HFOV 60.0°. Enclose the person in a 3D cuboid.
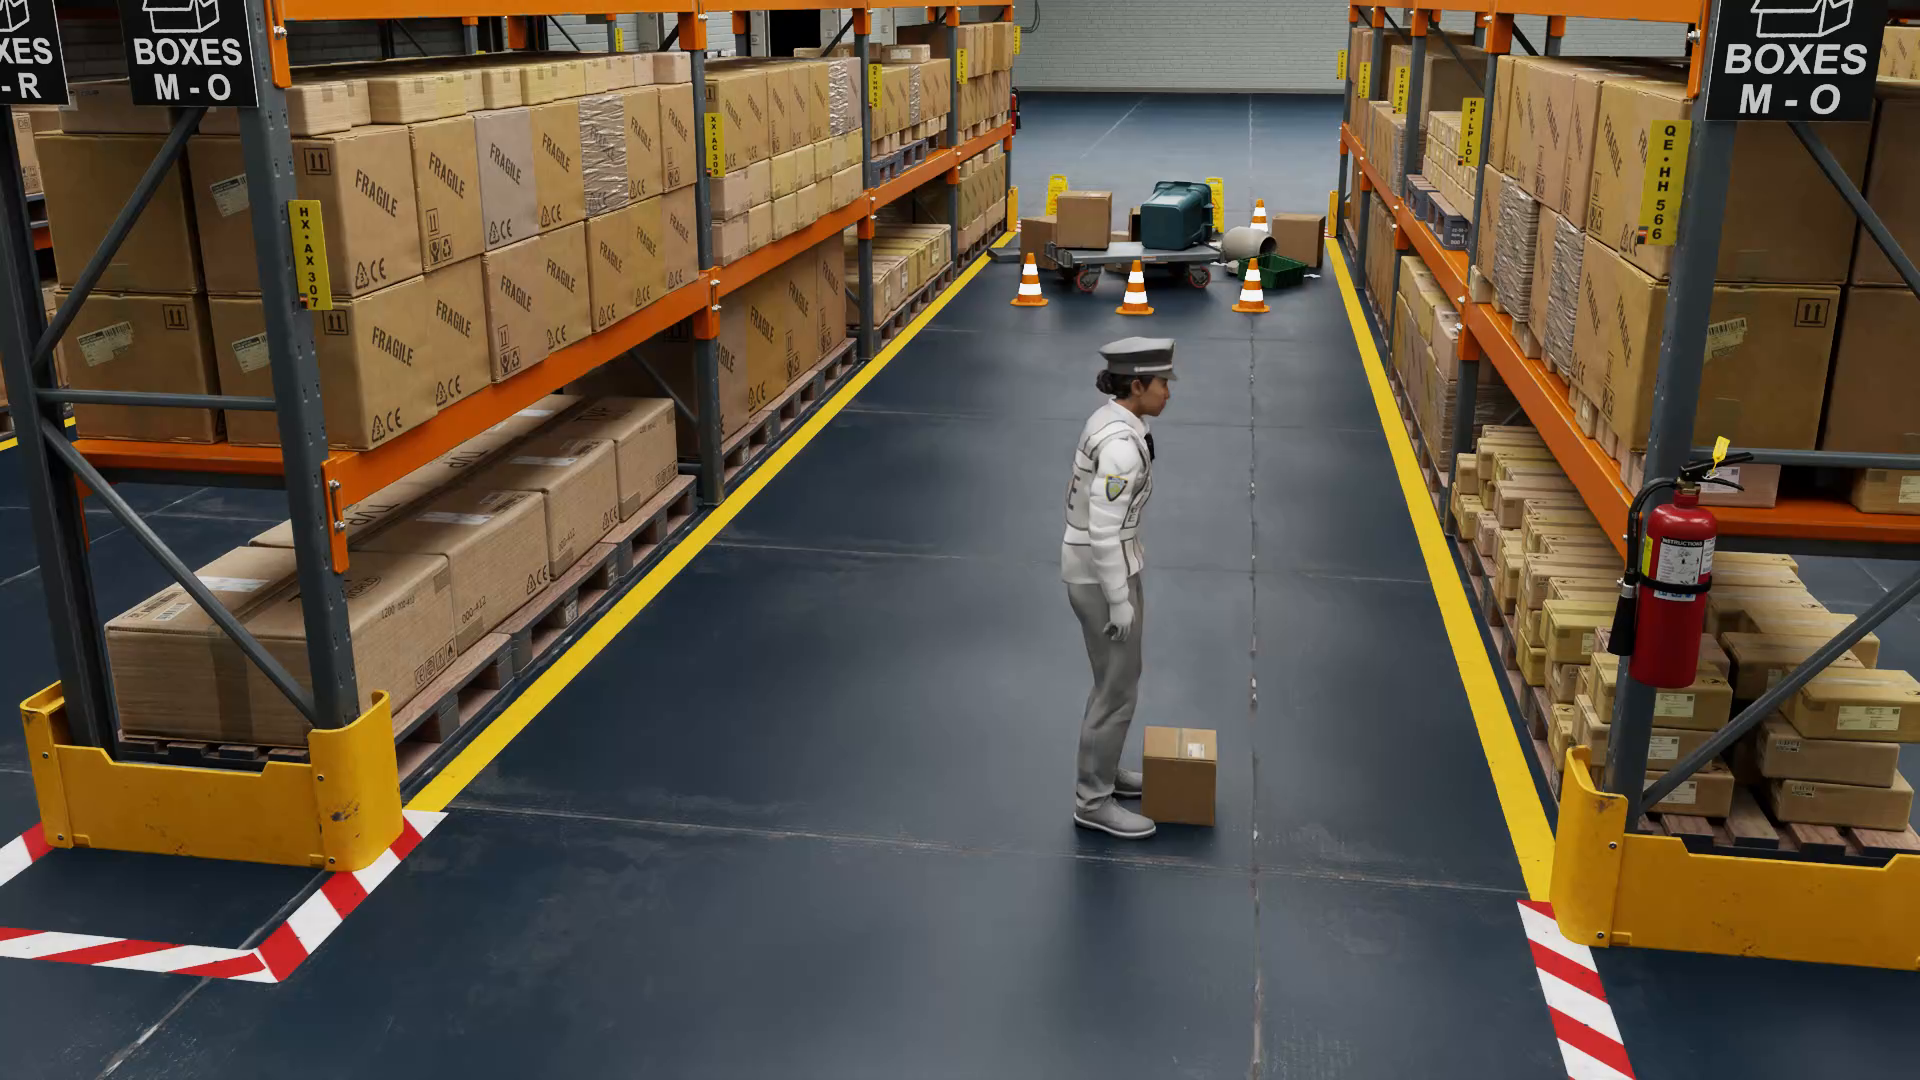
[{"bbox_3d":[0.524,0.141,5.618,0.375,1.662,0.532,2,18,6],"label":"person"}]
